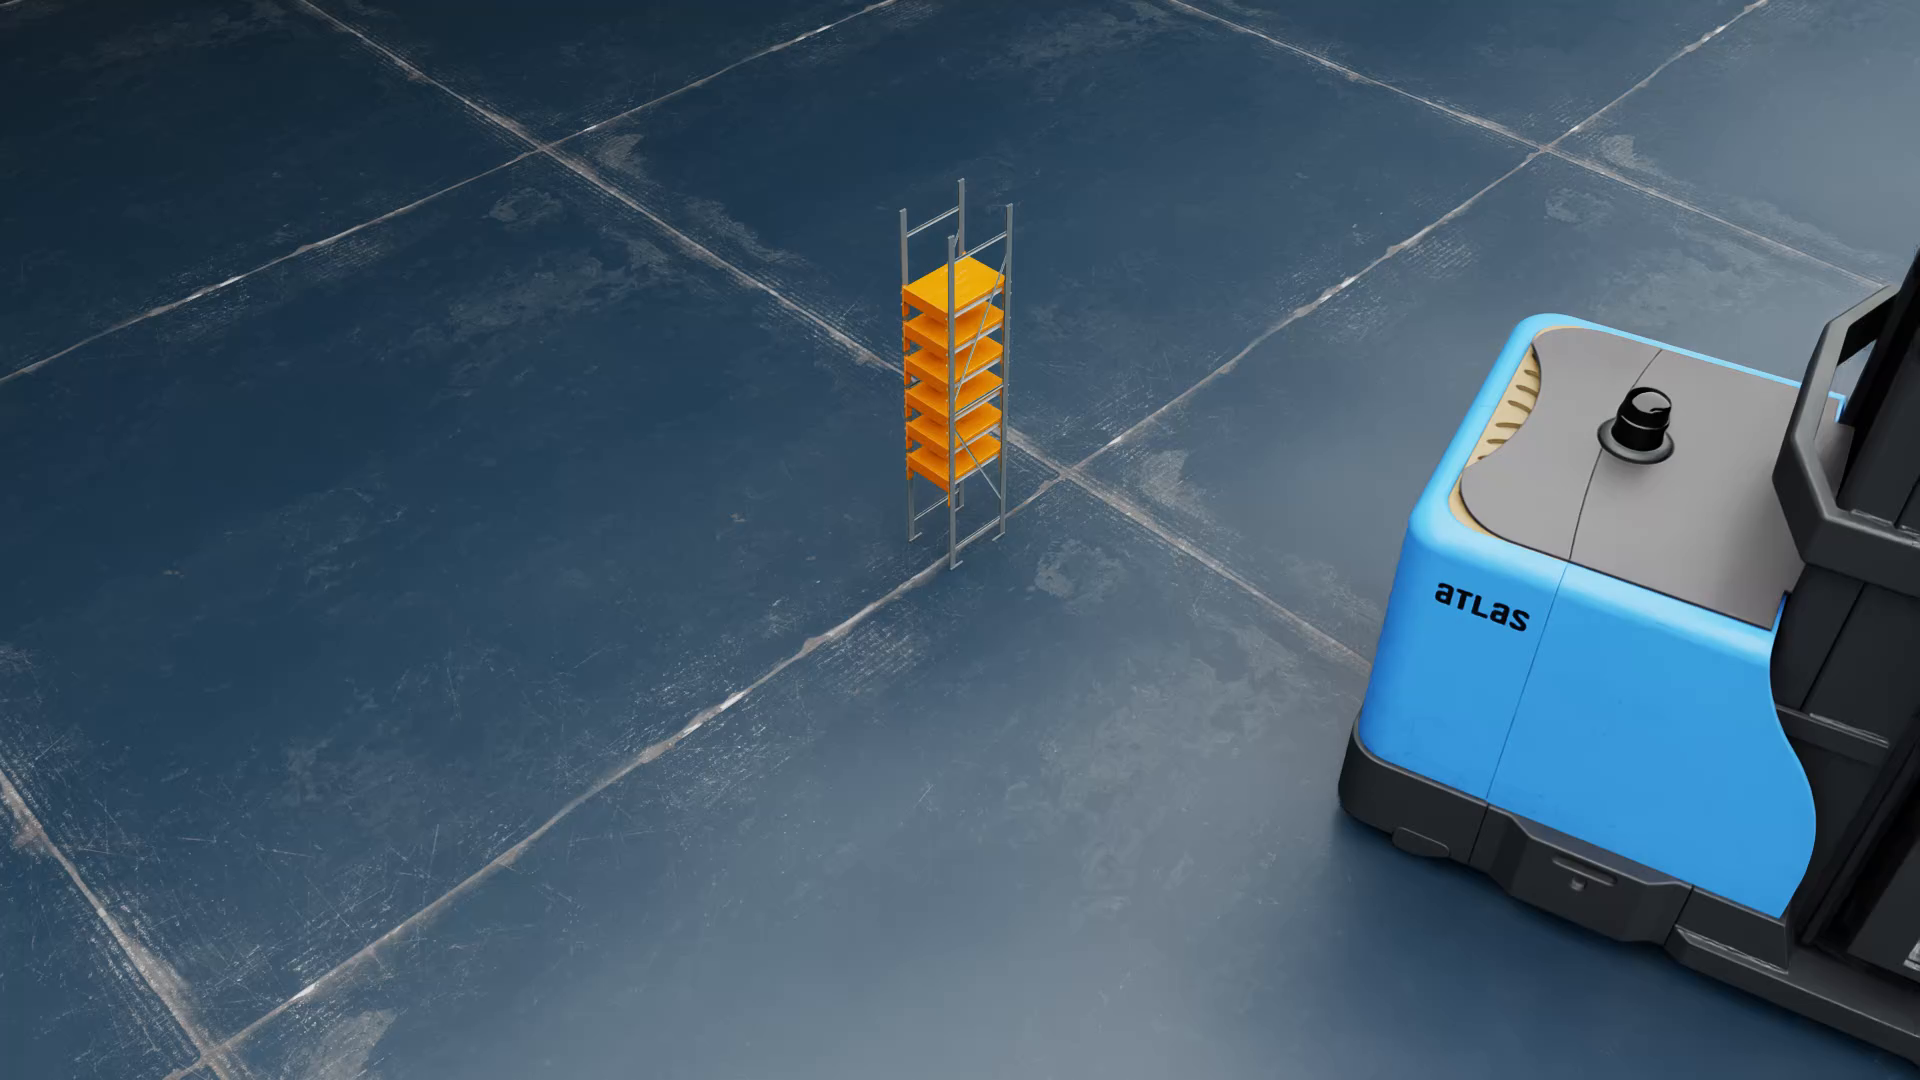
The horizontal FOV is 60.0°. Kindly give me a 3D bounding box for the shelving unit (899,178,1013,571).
[{"bbox_3d":[-0.010,-0.448,4.850,0.258,1.200,0.189,-34,53,-31],"label":"shelving unit"}]

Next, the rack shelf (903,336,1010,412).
[{"bbox_3d":[-0.010,-0.503,4.799,0.258,0.103,0.180,-34,53,-31],"label":"rack shelf"}]

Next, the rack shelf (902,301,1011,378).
[{"bbox_3d":[-0.010,-0.591,4.718,0.258,0.103,0.180,-34,53,-31],"label":"rack shelf"}]

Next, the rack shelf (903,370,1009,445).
[{"bbox_3d":[-0.010,-0.415,4.880,0.258,0.103,0.180,-34,53,-31],"label":"rack shelf"}]

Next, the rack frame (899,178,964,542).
[{"bbox_3d":[-0.075,-0.492,4.898,0.240,1.200,0.006,-34,53,-31],"label":"rack frame"}]

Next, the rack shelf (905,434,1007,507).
[{"bbox_3d":[-0.010,-0.239,5.043,0.258,0.103,0.180,-34,53,-31],"label":"rack shelf"}]

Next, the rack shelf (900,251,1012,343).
[{"bbox_3d":[-0.010,-0.679,4.636,0.258,0.103,0.180,-34,53,-31],"label":"rack shelf"}]

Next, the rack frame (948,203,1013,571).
[{"bbox_3d":[0.054,-0.404,4.803,0.240,1.200,0.006,-34,53,-31],"label":"rack frame"}]

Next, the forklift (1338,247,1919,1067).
[{"bbox_3d":[2.541,-0.120,3.220,3.031,2.935,1.130,21,47,21],"label":"forklift"}]

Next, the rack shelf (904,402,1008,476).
[{"bbox_3d":[-0.010,-0.327,4.962,0.258,0.103,0.180,-34,53,-31],"label":"rack shelf"}]
